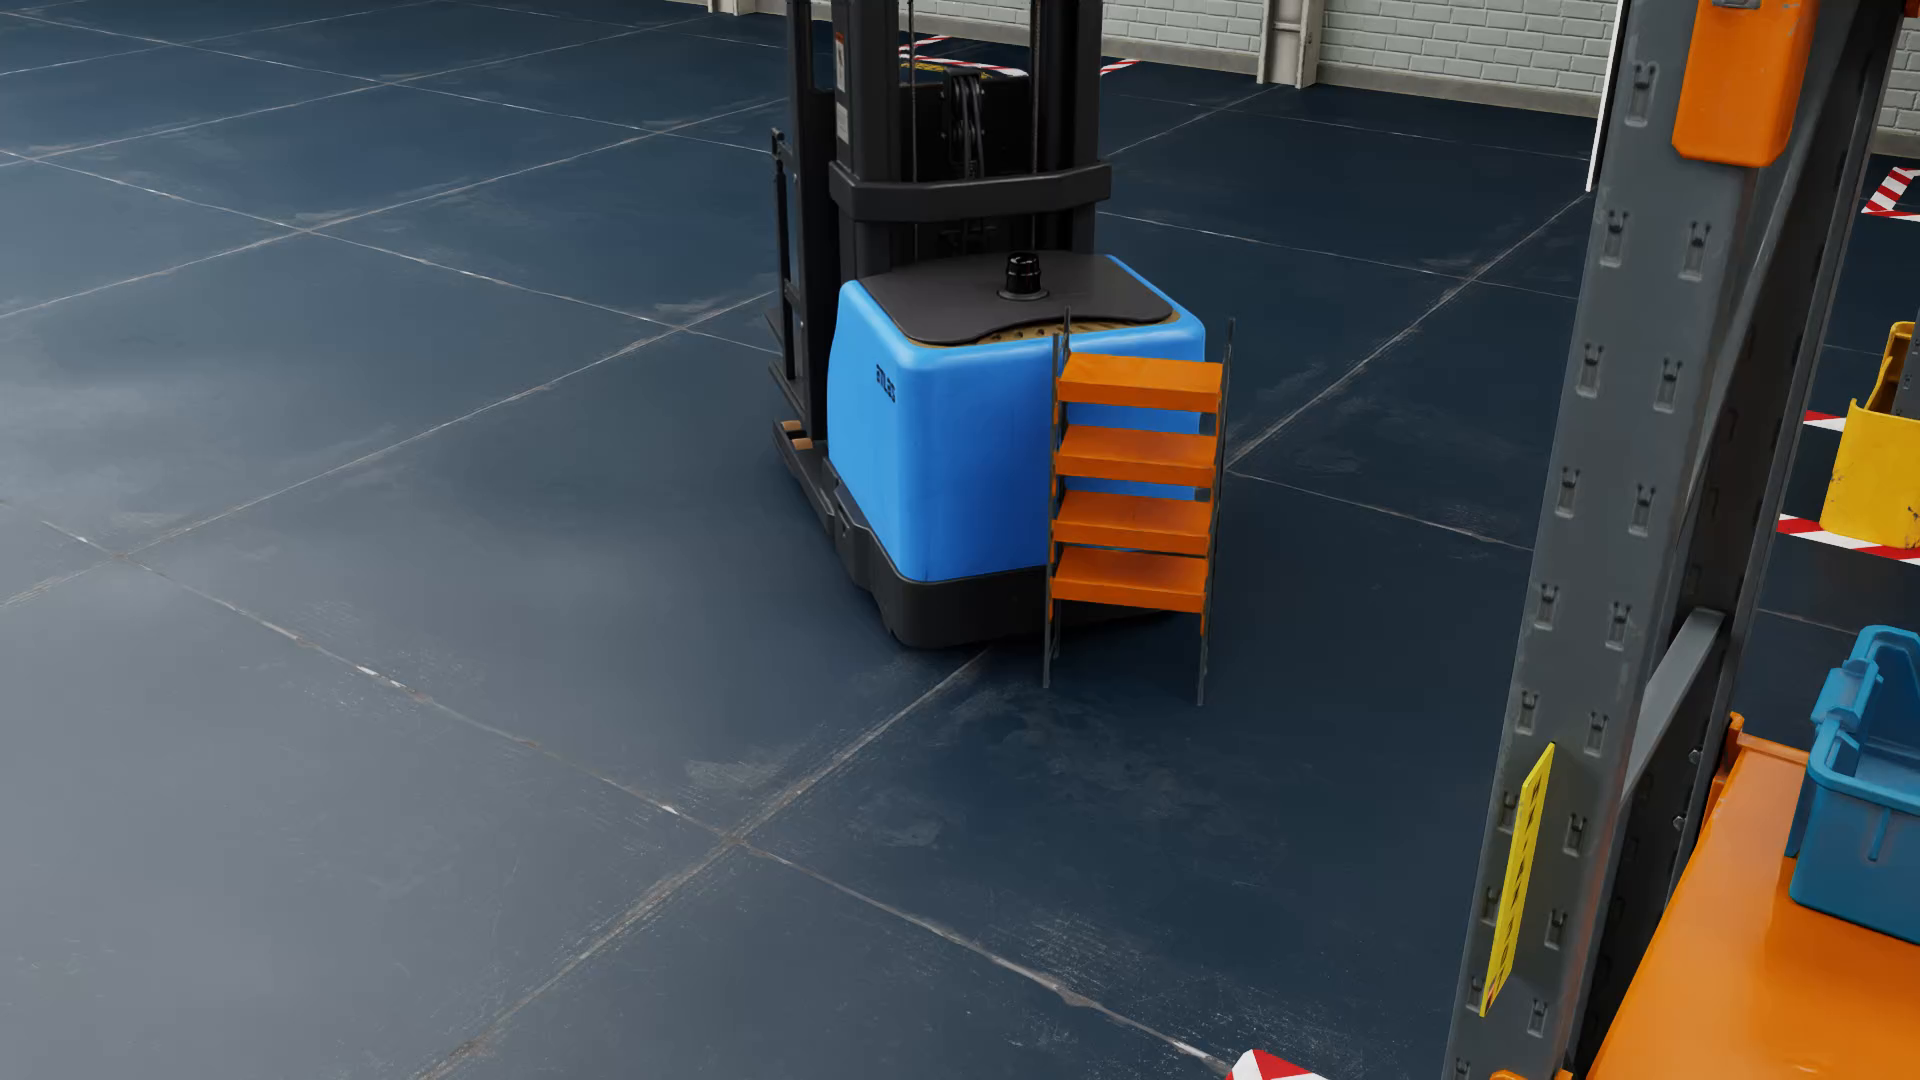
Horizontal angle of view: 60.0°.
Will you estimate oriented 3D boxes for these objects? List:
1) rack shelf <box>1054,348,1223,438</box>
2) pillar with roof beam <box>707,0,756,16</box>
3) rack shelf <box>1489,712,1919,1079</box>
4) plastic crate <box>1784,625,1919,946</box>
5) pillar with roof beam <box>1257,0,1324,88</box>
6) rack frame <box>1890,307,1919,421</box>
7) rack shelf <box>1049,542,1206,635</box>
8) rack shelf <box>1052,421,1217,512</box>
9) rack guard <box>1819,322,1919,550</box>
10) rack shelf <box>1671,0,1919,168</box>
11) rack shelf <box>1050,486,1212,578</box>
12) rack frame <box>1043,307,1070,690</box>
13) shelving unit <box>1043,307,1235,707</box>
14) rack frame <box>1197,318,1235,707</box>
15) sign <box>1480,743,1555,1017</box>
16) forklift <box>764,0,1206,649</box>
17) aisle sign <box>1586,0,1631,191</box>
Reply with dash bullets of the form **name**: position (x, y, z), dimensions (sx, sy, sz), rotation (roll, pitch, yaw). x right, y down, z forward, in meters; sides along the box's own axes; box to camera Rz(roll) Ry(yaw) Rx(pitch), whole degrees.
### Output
- **rack shelf**: position (0.537, -0.438, 4.921), dimensions (0.480, 0.148, 0.258), rotation (5, 27, 11)
- **pillar with roof beam**: position (-4.710, -7.687, 11.434), dimensions (0.400, 9.000, 9.100), rotation (17, 32, 30)
- **rack shelf**: position (2.592, 1.140, 1.496), dimensions (4.000, 0.370, 1.077), rotation (17, 32, 30)
- **plastic crate**: position (1.525, 0.389, 2.343), dimensions (0.616, 0.251, 0.499), rotation (17, 32, 30)
- **pillar with roof beam**: position (0.236, -6.147, 8.406), dimensions (0.400, 9.000, 9.100), rotation (17, 32, 30)
- **rack frame**: position (3.751, -1.545, 5.979), dimensions (0.127, 3.000, 1.000), rotation (17, 32, 30)
- **rack shelf**: position (0.537, 0.150, 5.219), dimensions (0.480, 0.148, 0.258), rotation (5, 27, 11)
- **rack shelf**: position (0.537, -0.227, 5.028), dimensions (0.480, 0.148, 0.258), rotation (5, 27, 11)
- **rack guard**: position (3.731, -0.437, 6.558), dimensions (0.348, 0.500, 1.175), rotation (17, 32, 30)
- **rack shelf**: position (2.592, -0.197, 0.815), dimensions (4.000, 0.370, 1.077), rotation (17, 32, 30)
- **rack shelf**: position (0.537, -0.027, 5.129), dimensions (0.480, 0.148, 0.258), rotation (5, 27, 11)
- **rack frame**: position (0.298, -0.110, 5.144), dimensions (0.015, 1.200, 0.240), rotation (5, 27, 11)
- **shelving unit**: position (0.537, -0.087, 5.099), dimensions (0.503, 1.200, 0.258), rotation (5, 27, 11)
- **rack frame**: position (0.776, -0.064, 5.054), dimensions (0.015, 1.200, 0.240), rotation (5, 27, 11)
- **sign**: position (0.628, 0.387, 1.877), dimensions (0.005, 0.325, 0.100), rotation (17, 32, 30)
- **forklift**: position (-0.140, -1.602, 6.166), dimensions (1.130, 2.935, 3.031), rotation (-8, 28, -16)
- **aisle sign**: position (0.718, -0.762, 1.573), dimensions (0.004, 0.787, 0.394), rotation (17, 32, 30)
